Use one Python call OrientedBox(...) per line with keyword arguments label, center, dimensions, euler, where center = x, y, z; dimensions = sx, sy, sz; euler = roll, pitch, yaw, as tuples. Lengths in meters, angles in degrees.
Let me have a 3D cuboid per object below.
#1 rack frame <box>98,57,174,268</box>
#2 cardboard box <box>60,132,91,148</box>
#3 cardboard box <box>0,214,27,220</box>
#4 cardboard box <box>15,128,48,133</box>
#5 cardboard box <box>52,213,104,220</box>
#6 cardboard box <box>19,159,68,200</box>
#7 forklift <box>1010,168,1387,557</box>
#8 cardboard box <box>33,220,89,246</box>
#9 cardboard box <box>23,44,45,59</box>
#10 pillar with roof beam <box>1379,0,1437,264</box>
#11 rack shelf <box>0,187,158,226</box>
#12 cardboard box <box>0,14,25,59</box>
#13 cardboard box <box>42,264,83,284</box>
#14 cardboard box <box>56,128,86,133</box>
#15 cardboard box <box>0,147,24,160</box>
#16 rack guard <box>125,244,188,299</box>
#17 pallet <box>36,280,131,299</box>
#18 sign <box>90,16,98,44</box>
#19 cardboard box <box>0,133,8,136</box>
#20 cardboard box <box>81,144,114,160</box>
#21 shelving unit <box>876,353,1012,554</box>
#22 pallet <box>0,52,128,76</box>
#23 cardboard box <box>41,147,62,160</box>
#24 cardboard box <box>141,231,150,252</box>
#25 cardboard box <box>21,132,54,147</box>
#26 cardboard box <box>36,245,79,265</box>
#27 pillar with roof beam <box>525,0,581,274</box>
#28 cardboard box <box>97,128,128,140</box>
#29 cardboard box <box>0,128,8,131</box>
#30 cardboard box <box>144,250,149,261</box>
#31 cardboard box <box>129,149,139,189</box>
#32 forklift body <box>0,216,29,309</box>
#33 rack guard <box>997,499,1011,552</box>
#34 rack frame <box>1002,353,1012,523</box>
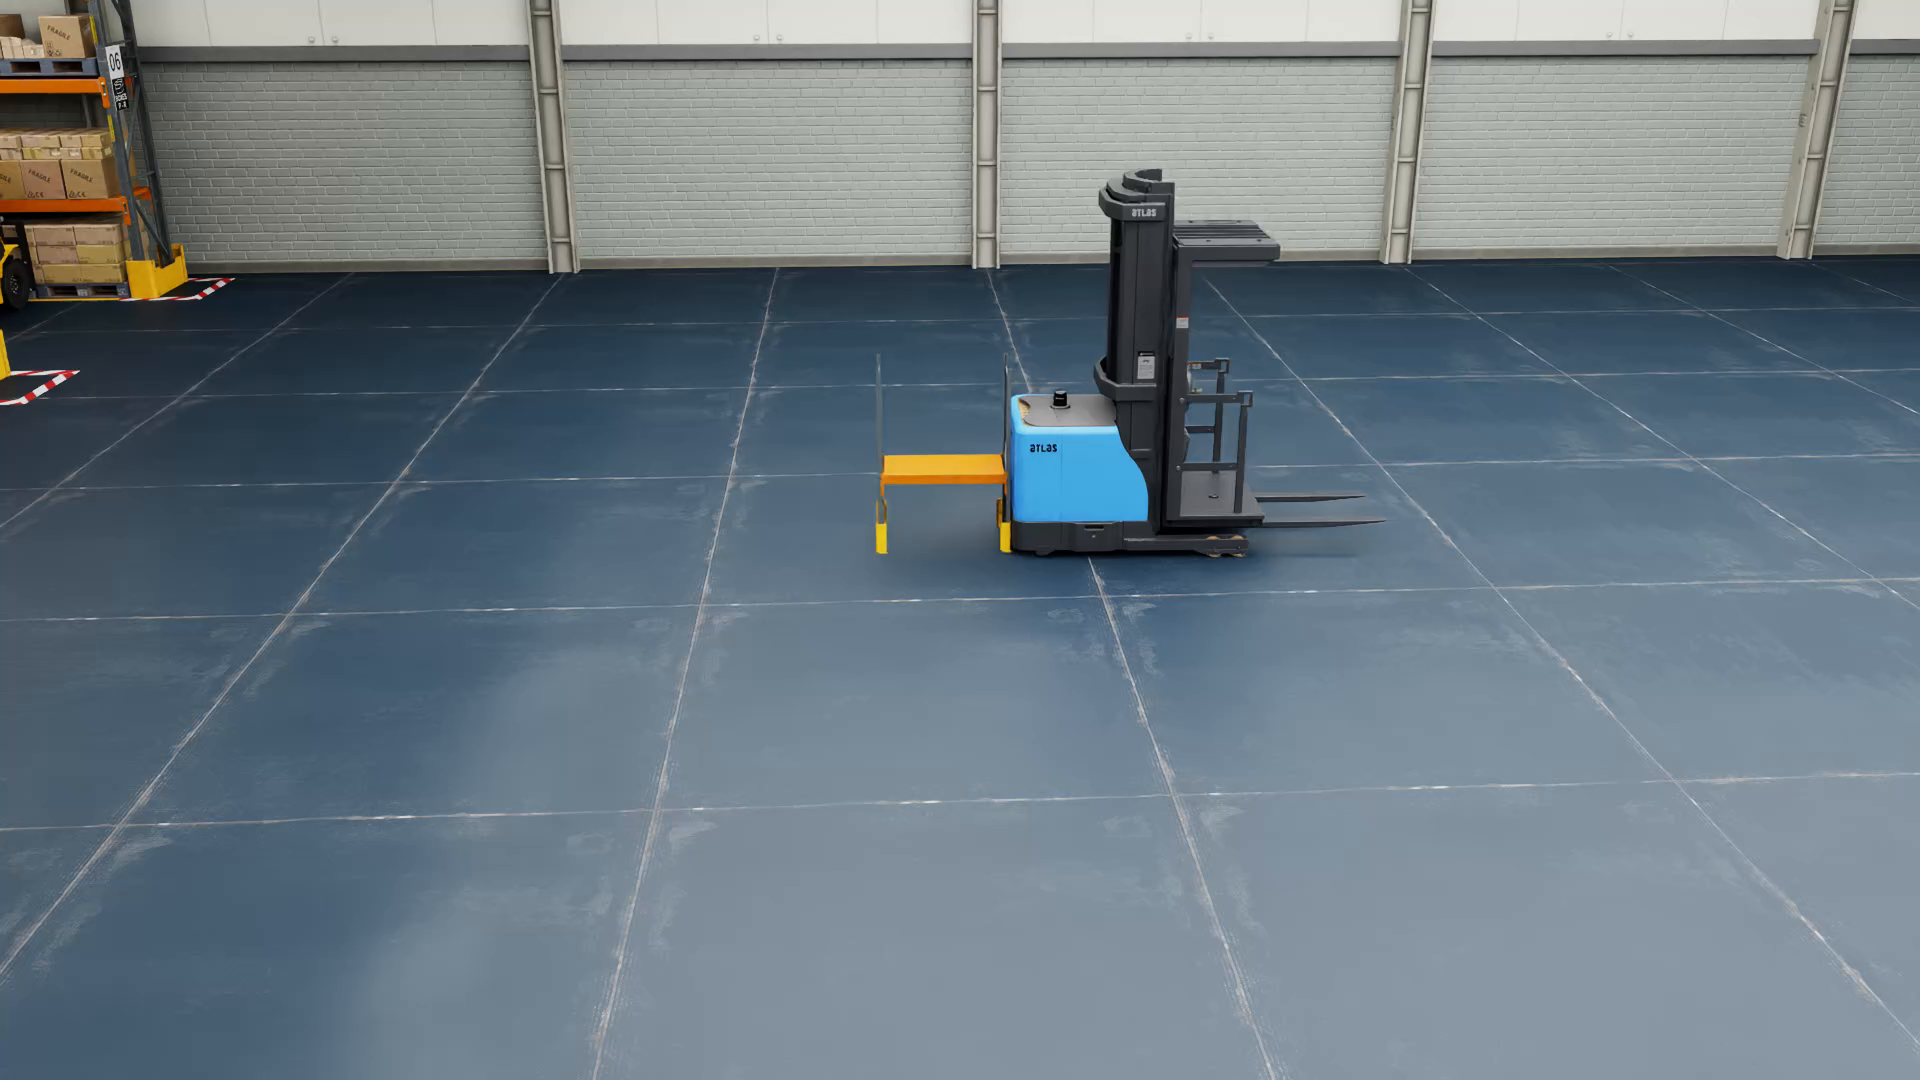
OrientedBox(label="rack frame", center=(-10.866, -4.803, 22.020), dimensions=(0.127, 3.000, 1.000), euler=(-1, 21, -3))
OrientedBox(label="cardboard box", center=(-11.456, -5.193, 21.576), dimensions=(0.250, 0.149, 0.380), euler=(-1, 21, -3))
OrientedBox(label="cardboard box", center=(-12.868, -4.213, 22.340), dimensions=(0.500, 0.250, 0.500), euler=(-2, 21, -4))
OrientedBox(label="cardboard box", center=(-12.249, -5.343, 21.969), dimensions=(0.250, 0.149, 0.380), euler=(-1, 21, -1))
OrientedBox(label="cardboard box", center=(-11.856, -4.227, 22.377), dimensions=(0.500, 0.250, 0.500), euler=(-1, 21, -3))
OrientedBox(label="cardboard box", center=(-11.861, -4.739, 21.712), dimensions=(0.500, 0.500, 0.500), euler=(-1, 21, -1))
OrientedBox(label="forklift", center=(1.918, -1.420, 13.231), dimensions=(3.031, 2.935, 1.130), euler=(-1, 21, -2))
OrientedBox(label="cardboard box", center=(-11.818, -4.049, 21.908), dimensions=(0.500, 0.250, 0.500), euler=(-1, 21, -2))
OrientedBox(label="cardboard box", center=(-11.676, -6.205, 21.111), dimensions=(0.250, 0.149, 0.380), euler=(-2, 21, -5))
OrientedBox(label="pillar with roof beam", center=(6.603, -6.749, 18.700), dimensions=(0.400, 9.000, 9.100), euler=(-1, 21, -3))
OrientedBox(label="rack shelf", center=(-12.863, -4.426, 22.041), dimensions=(4.000, 0.370, 1.077), euler=(-1, 21, -3))
OrientedBox(label="cardboard box", center=(-12.323, -6.413, 21.163), dimensions=(0.500, 0.500, 0.700), euler=(-1, 21, -3))
OrientedBox(label="cardboard box", center=(-11.814, -3.585, 22.097), dimensions=(0.500, 0.250, 0.500), euler=(-1, 21, -3))
OrientedBox(label="cardboard box", center=(-11.740, -5.357, 22.005), dimensions=(0.250, 0.149, 0.380), euler=(-1, 21, -2))
OrientedBox(label="cardboard box", center=(-12.225, -5.024, 21.548), dimensions=(0.250, 0.149, 0.380), euler=(-2, 21, -5))
OrientedBox(label="rack guard", center=(-10.842, -3.635, 22.466), dimensions=(0.348, 0.500, 1.175), euler=(-1, 21, -3))
OrientedBox(label="pallet", center=(-11.627, -3.469, 22.436), dimensions=(1.213, 0.211, 1.003), euler=(-1, 21, -3))
OrientedBox(label="sign", center=(-10.849, -6.388, 20.836), dimensions=(0.005, 0.325, 0.100), euler=(-1, 21, -3))
OrientedBox(label="cardboard box", center=(-12.480, -5.148, 21.456), dimensions=(0.250, 0.149, 0.380), euler=(-1, 21, -2))
OrientedBox(label="cardboard box", center=(-11.196, -5.046, 21.607), dimensions=(0.250, 0.149, 0.380), euler=(-1, 21, -2))
OrientedBox(label="shelving unit", center=(-0.142, -0.701, 13.354), dimensions=(1.083, 1.500, 0.587), euler=(-1, 21, -2))
OrientedBox(label="pallet", center=(-11.574, -6.158, 21.488), dimensions=(1.213, 0.211, 1.003), euler=(-1, 21, -3))
OrientedBox(label="cardboard box", center=(-11.713, -5.047, 21.609), dimensions=(0.250, 0.149, 0.380), euler=(-1, 21, -2))
OrientedBox(label="cardboard box", center=(-11.348, -4.012, 22.514), dimensions=(0.500, 0.250, 0.500), euler=(-1, 21, -2))
OrientedBox(label="cardboard box", center=(-11.969, -5.200, 21.593), dimensions=(0.250, 0.149, 0.380), euler=(-1, 21, -3))
OrientedBox(label="cardboard box", center=(-11.836, -3.820, 22.011), dimensions=(0.500, 0.250, 0.500), euler=(-1, 21, -4))
OrientedBox(label="pillar with roof beam", center=(-5.377, -6.505, 18.060), dimensions=(0.400, 9.000, 9.100), euler=(-1, 21, -3))
OrientedBox(label="cardboard box", center=(-11.214, -5.361, 22.015), dimensions=(0.250, 0.149, 0.380), euler=(-2, 21, -4))
OrientedBox(label="cardboard box", center=(-12.760, -5.339, 21.959), dimensions=(0.250, 0.149, 0.380), euler=(-1, 21, -3))
OrientedBox(label="cardboard box", center=(-11.368, -3.773, 22.591), dimensions=(0.500, 0.250, 0.500), euler=(-1, 21, -3))
OrientedBox(label="cardboard box", center=(-11.377, -4.938, 22.235), dimensions=(0.500, 0.500, 0.500), euler=(0, 21, -1))
OrientedBox(label="forklift body", center=(-12.655, -3.719, 20.367), dimensions=(1.214, 2.155, 2.313), euler=(-1, 21, -3))
OrientedBox(label="rack guard", center=(0.356, -0.122, 13.591), dimensions=(0.087, 0.250, 0.587), euler=(-1, 21, -2))
OrientedBox(label="rack frame", center=(0.376, -0.707, 13.369), dimensions=(0.032, 1.500, 0.500), euler=(-1, 21, -2))
